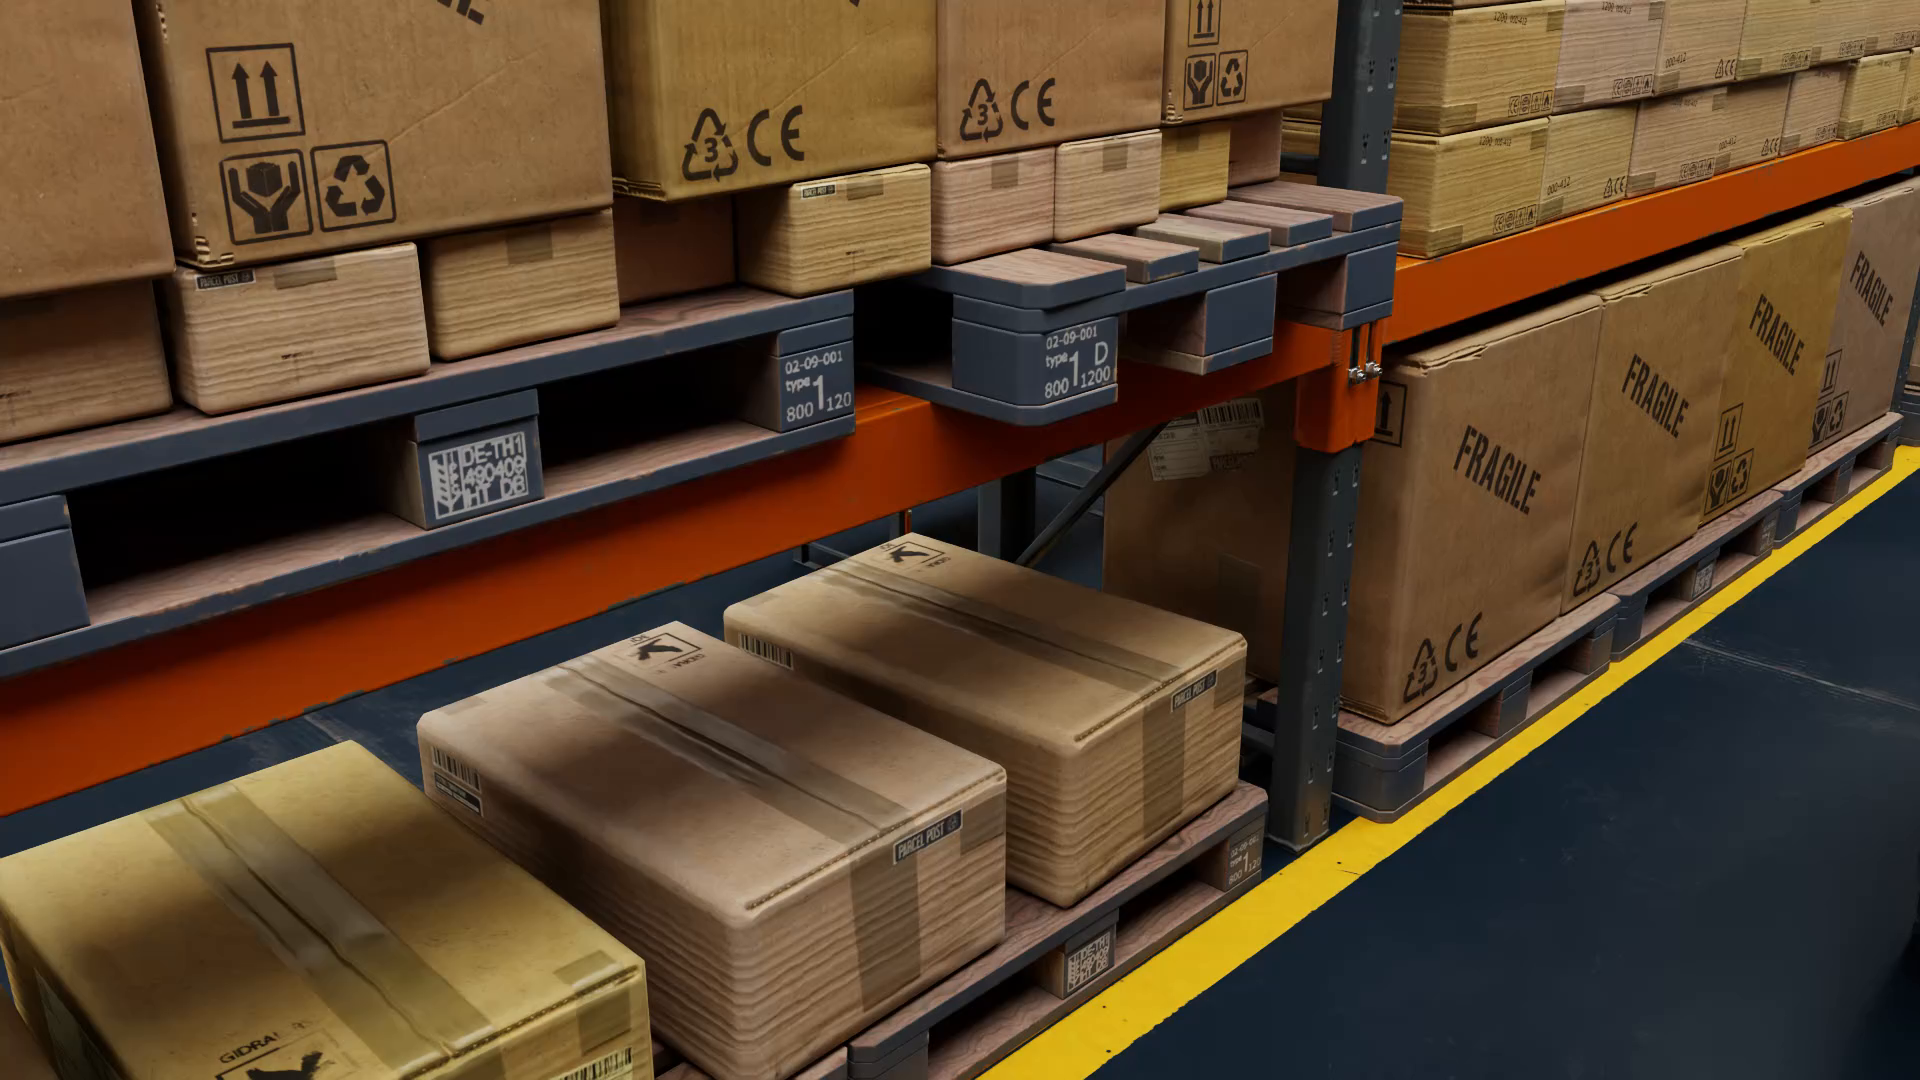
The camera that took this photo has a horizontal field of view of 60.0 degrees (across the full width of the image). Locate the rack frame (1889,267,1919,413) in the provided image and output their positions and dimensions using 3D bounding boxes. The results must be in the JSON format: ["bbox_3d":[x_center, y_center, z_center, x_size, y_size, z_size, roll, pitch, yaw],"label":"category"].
[{"bbox_3d":[3.234,-1.860,6.232,1.000,3.000,0.127,19,28,41],"label":"rack frame"}]

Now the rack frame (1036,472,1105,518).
[{"bbox_3d":[0.359,-0.657,5.717,0.500,1.125,0.032,19,28,41],"label":"rack frame"}]

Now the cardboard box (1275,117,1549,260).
[{"bbox_3d":[0.965,-0.824,3.748,0.500,0.250,0.500,19,28,40],"label":"cardboard box"}]

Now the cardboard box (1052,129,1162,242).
[{"bbox_3d":[0.105,-0.604,2.731,0.380,0.149,0.250,19,28,40],"label":"cardboard box"}]

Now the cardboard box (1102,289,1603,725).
[{"bbox_3d":[0.985,-0.193,4.271,0.875,0.875,0.875,19,28,40],"label":"cardboard box"}]

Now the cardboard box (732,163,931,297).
[{"bbox_3d":[-0.259,-0.467,2.374,0.250,0.149,0.380,-20,28,-41],"label":"cardboard box"}]

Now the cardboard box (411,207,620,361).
[{"bbox_3d":[-0.641,-0.349,2.067,0.380,0.149,0.250,18,27,39],"label":"cardboard box"}]

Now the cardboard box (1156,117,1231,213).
[{"bbox_3d":[0.248,-0.680,2.928,0.250,0.149,0.380,-20,28,-41],"label":"cardboard box"}]

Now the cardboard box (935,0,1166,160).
[{"bbox_3d":[-0.027,-0.891,2.573,0.500,0.500,0.500,19,28,40],"label":"cardboard box"}]

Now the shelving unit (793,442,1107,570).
[{"bbox_3d":[0.005,-0.527,5.377,0.538,1.125,1.048,19,28,41],"label":"shelving unit"}]

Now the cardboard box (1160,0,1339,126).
[{"bbox_3d":[0.326,-1.027,2.926,0.500,0.500,0.500,18,28,39],"label":"cardboard box"}]

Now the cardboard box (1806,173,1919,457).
[{"bbox_3d":[2.859,-0.885,6.072,0.875,0.875,0.875,-19,28,-40],"label":"cardboard box"}]

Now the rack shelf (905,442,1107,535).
[{"bbox_3d":[0.005,-0.299,5.465,0.538,0.278,1.000,19,28,41],"label":"rack shelf"}]

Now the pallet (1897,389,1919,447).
[{"bbox_3d":[3.821,-0.734,7.190,1.003,0.211,1.213,19,28,41],"label":"pallet"}]

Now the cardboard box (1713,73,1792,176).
[{"bbox_3d":[2.023,-1.222,4.782,0.500,0.250,0.500,19,28,41],"label":"cardboard box"}]

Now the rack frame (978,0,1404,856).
[{"bbox_3d":[0.444,-0.832,3.557,1.000,3.000,0.127,19,28,41],"label":"rack frame"}]

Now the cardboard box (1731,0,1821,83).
[{"bbox_3d":[2.055,-1.448,4.673,0.500,0.250,0.500,-20,28,-41],"label":"cardboard box"}]

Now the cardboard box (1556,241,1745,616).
[{"bbox_3d":[1.610,-0.421,4.865,0.875,0.875,0.875,20,29,41],"label":"cardboard box"}]

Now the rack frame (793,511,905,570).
[{"bbox_3d":[-0.350,-0.396,5.037,0.500,1.125,0.032,19,28,41],"label":"rack frame"}]

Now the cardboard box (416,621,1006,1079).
[{"bbox_3d":[-0.467,0.533,3.083,0.950,0.372,0.625,19,28,40],"label":"cardboard box"}]

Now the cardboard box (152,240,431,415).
[{"bbox_3d":[-0.806,-0.273,1.869,0.250,0.149,0.380,-19,28,-40],"label":"cardboard box"}]

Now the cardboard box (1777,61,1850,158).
[{"bbox_3d":[2.380,-1.356,5.130,0.500,0.250,0.500,18,28,39],"label":"cardboard box"}]

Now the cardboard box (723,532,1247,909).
[{"bbox_3d":[0.042,0.342,3.582,0.950,0.372,0.625,17,27,37],"label":"cardboard box"}]

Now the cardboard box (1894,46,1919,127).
[{"bbox_3d":[3.102,-1.611,5.795,0.500,0.250,0.500,18,28,39],"label":"cardboard box"}]

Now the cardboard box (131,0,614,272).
[{"bbox_3d":[-0.760,-0.621,1.870,0.500,0.500,0.500,18,27,39],"label":"cardboard box"}]

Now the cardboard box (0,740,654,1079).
[{"bbox_3d":[-1.000,0.727,2.580,0.625,0.372,0.950,-19,28,-40],"label":"cardboard box"}]

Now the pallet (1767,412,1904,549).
[{"bbox_3d":[2.750,-0.341,6.168,1.003,0.211,1.213,19,28,41],"label":"pallet"}]

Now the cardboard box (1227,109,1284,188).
[{"bbox_3d":[0.383,-0.767,3.155,0.250,0.149,0.380,-19,28,-40],"label":"cardboard box"}]

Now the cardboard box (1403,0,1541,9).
[{"bbox_3d":[0.963,-1.411,3.531,0.500,0.500,0.500,18,27,39],"label":"cardboard box"}]

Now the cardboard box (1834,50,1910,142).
[{"bbox_3d":[2.746,-1.481,5.455,0.500,0.250,0.500,19,28,40],"label":"cardboard box"}]

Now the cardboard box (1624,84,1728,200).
[{"bbox_3d":[1.681,-1.094,4.450,0.500,0.250,0.500,-19,28,-40],"label":"cardboard box"}]

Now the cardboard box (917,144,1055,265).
[{"bbox_3d":[-0.077,-0.542,2.567,0.380,0.149,0.250,18,27,38],"label":"cardboard box"}]

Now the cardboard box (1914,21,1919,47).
[{"bbox_3d":[3.101,-1.849,5.717,0.500,0.250,0.500,19,28,41],"label":"cardboard box"}]

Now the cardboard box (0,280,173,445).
[{"bbox_3d":[-1.028,-0.218,1.725,0.380,0.149,0.250,20,28,41],"label":"cardboard box"}]

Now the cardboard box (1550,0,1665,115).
[{"bbox_3d":[1.335,-1.196,4.018,0.500,0.250,0.500,-19,28,-41],"label":"cardboard box"}]

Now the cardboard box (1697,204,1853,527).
[{"bbox_3d":[2.234,-0.651,5.462,0.875,0.875,0.875,-19,28,-40],"label":"cardboard box"}]

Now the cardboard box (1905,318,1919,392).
[{"bbox_3d":[3.749,-0.994,6.967,0.875,0.438,0.875,19,28,40],"label":"cardboard box"}]

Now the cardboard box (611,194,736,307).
[{"bbox_3d":[-0.524,-0.434,2.288,0.380,0.149,0.250,20,28,41],"label":"cardboard box"}]

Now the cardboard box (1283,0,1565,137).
[{"bbox_3d":[0.974,-1.063,3.673,0.500,0.250,0.500,19,28,40],"label":"cardboard box"}]

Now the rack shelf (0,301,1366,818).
[{"bbox_3d":[-0.952,0.018,2.349,1.077,0.370,4.000,19,28,41],"label":"rack shelf"}]

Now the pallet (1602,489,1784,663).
[{"bbox_3d":[1.899,-0.026,5.348,1.003,0.211,1.213,19,28,41],"label":"pallet"}]

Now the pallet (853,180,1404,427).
[{"bbox_3d":[0.023,-0.532,3.046,1.213,0.211,1.003,19,28,41],"label":"pallet"}]

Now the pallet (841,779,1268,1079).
[{"bbox_3d":[-0.103,0.670,3.536,1.003,0.211,1.213,19,28,41],"label":"pallet"}]

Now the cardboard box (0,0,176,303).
[{"bbox_3d":[-1.111,-0.486,1.519,0.500,0.500,0.500,19,28,40],"label":"cardboard box"}]

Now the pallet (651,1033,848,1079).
[{"bbox_3d":[-0.954,0.983,2.724,1.003,0.211,1.213,19,28,41],"label":"pallet"}]

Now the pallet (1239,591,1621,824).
[{"bbox_3d":[1.048,0.286,4.536,1.003,0.211,1.213,19,28,41],"label":"pallet"}]

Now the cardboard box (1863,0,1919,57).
[{"bbox_3d":[2.757,-1.719,5.377,0.500,0.250,0.500,-19,28,-41],"label":"cardboard box"}]

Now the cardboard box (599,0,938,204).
[{"bbox_3d":[-0.378,-0.761,2.234,0.500,0.500,0.500,17,27,37],"label":"cardboard box"}]

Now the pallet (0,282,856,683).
[{"bbox_3d":[-0.908,-0.223,2.241,1.003,0.211,1.213,19,28,41],"label":"pallet"}]

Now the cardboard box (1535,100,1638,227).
[{"bbox_3d":[1.311,-0.961,4.103,0.500,0.250,0.500,18,28,39],"label":"cardboard box"}]

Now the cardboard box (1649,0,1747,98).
[{"bbox_3d":[1.692,-1.321,4.343,0.500,0.250,0.500,19,28,40],"label":"cardboard box"}]

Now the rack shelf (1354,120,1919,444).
[{"bbox_3d":[1.839,-1.010,5.024,1.077,0.370,4.000,19,28,41],"label":"rack shelf"}]

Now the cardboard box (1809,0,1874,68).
[{"bbox_3d":[2.400,-1.584,5.027,0.500,0.250,0.500,-19,28,-41],"label":"cardboard box"}]
